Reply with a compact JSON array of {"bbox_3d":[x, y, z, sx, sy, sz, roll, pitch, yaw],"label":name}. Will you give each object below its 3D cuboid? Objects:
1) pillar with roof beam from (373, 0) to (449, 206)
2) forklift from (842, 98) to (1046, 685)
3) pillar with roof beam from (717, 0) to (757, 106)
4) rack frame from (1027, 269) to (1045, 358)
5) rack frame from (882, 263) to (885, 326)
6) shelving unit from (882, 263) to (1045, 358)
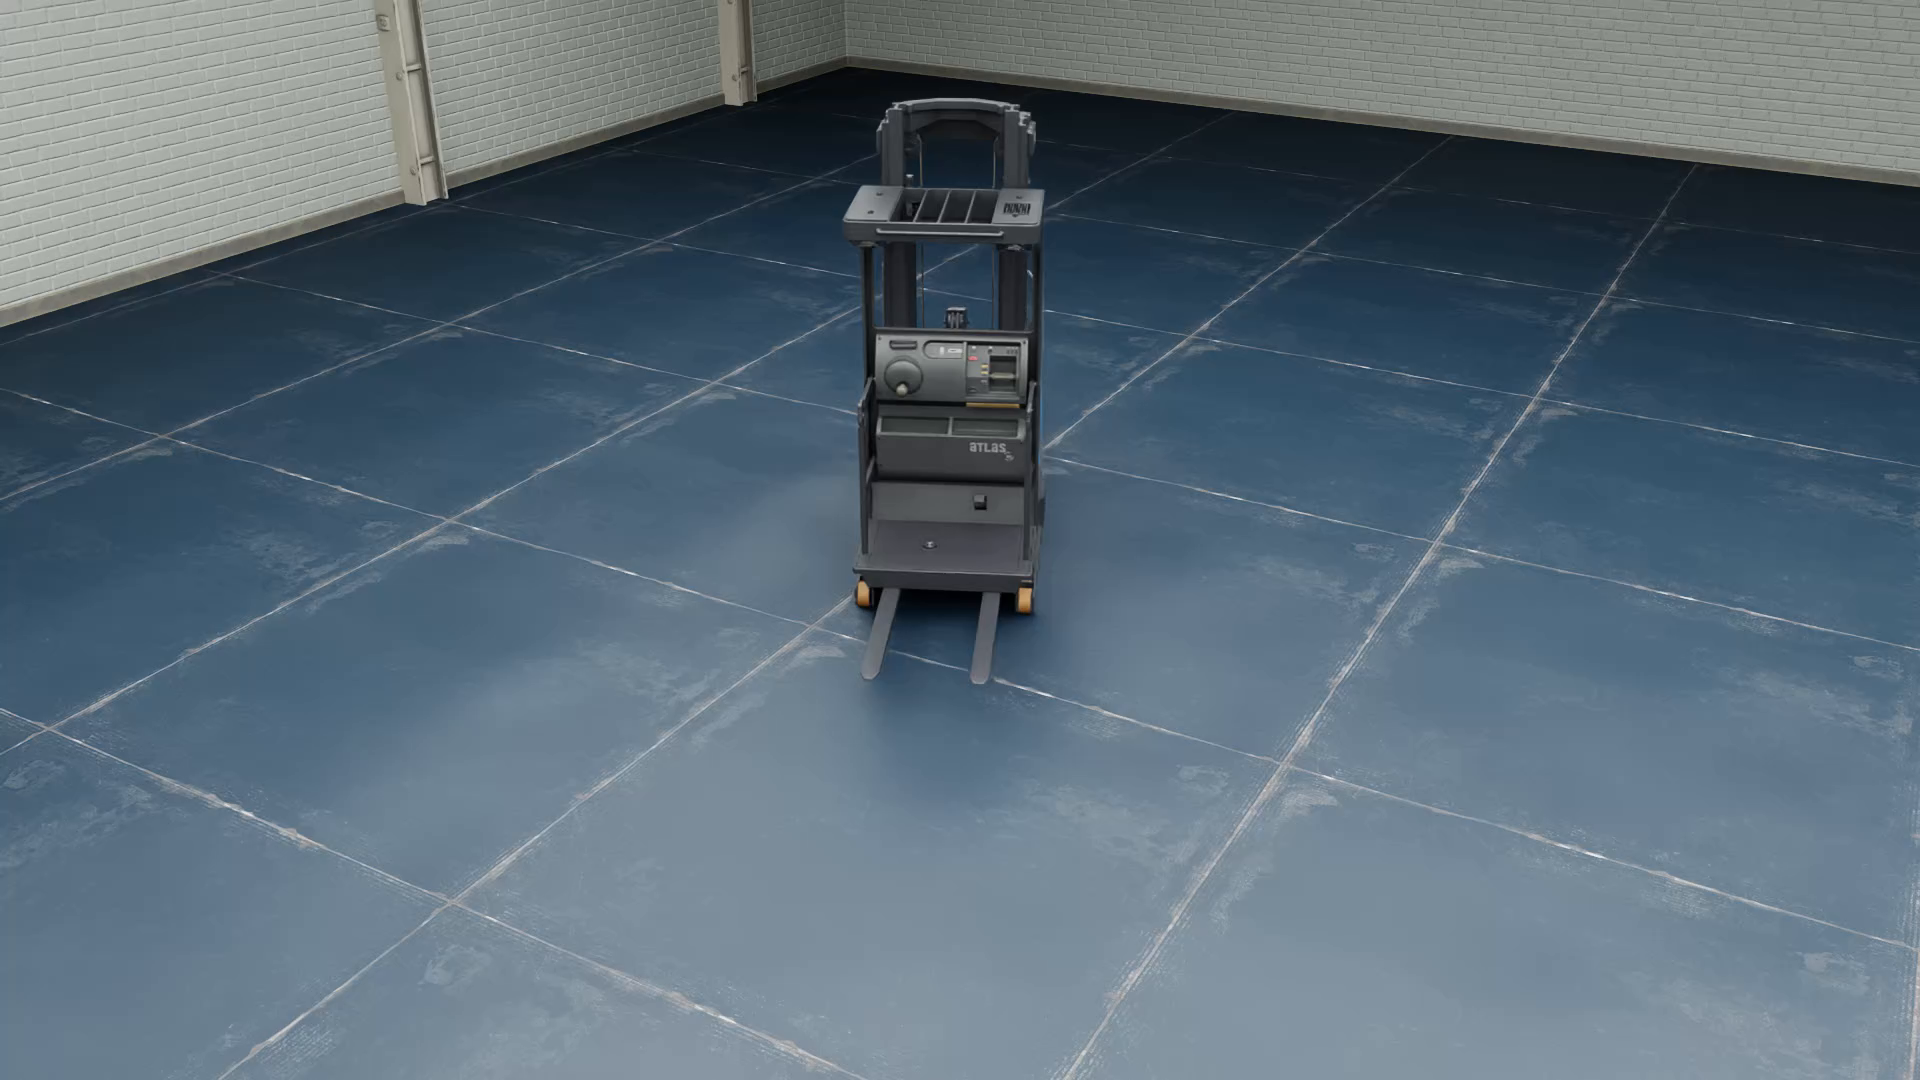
[{"bbox_3d":[-2.315,-6.940,14.981,9.100,9.000,0.400,14,30,26],"label":"pillar with roof beam"},{"bbox_3d":[-0.068,-1.011,9.915,1.130,2.935,3.031,2,27,5],"label":"forklift"},{"bbox_3d":[0.637,-9.278,19.652,9.100,9.000,0.400,14,30,26],"label":"pillar with roof beam"},{"bbox_3d":[0.511,-1.297,12.086,0.032,1.500,0.500,-7,27,-14],"label":"rack frame"},{"bbox_3d":[-0.470,-1.178,11.848,0.032,1.500,0.500,-7,27,-14],"label":"rack frame"},{"bbox_3d":[0.021,-1.238,11.967,1.048,1.500,0.538,-7,27,-14],"label":"shelving unit"}]
